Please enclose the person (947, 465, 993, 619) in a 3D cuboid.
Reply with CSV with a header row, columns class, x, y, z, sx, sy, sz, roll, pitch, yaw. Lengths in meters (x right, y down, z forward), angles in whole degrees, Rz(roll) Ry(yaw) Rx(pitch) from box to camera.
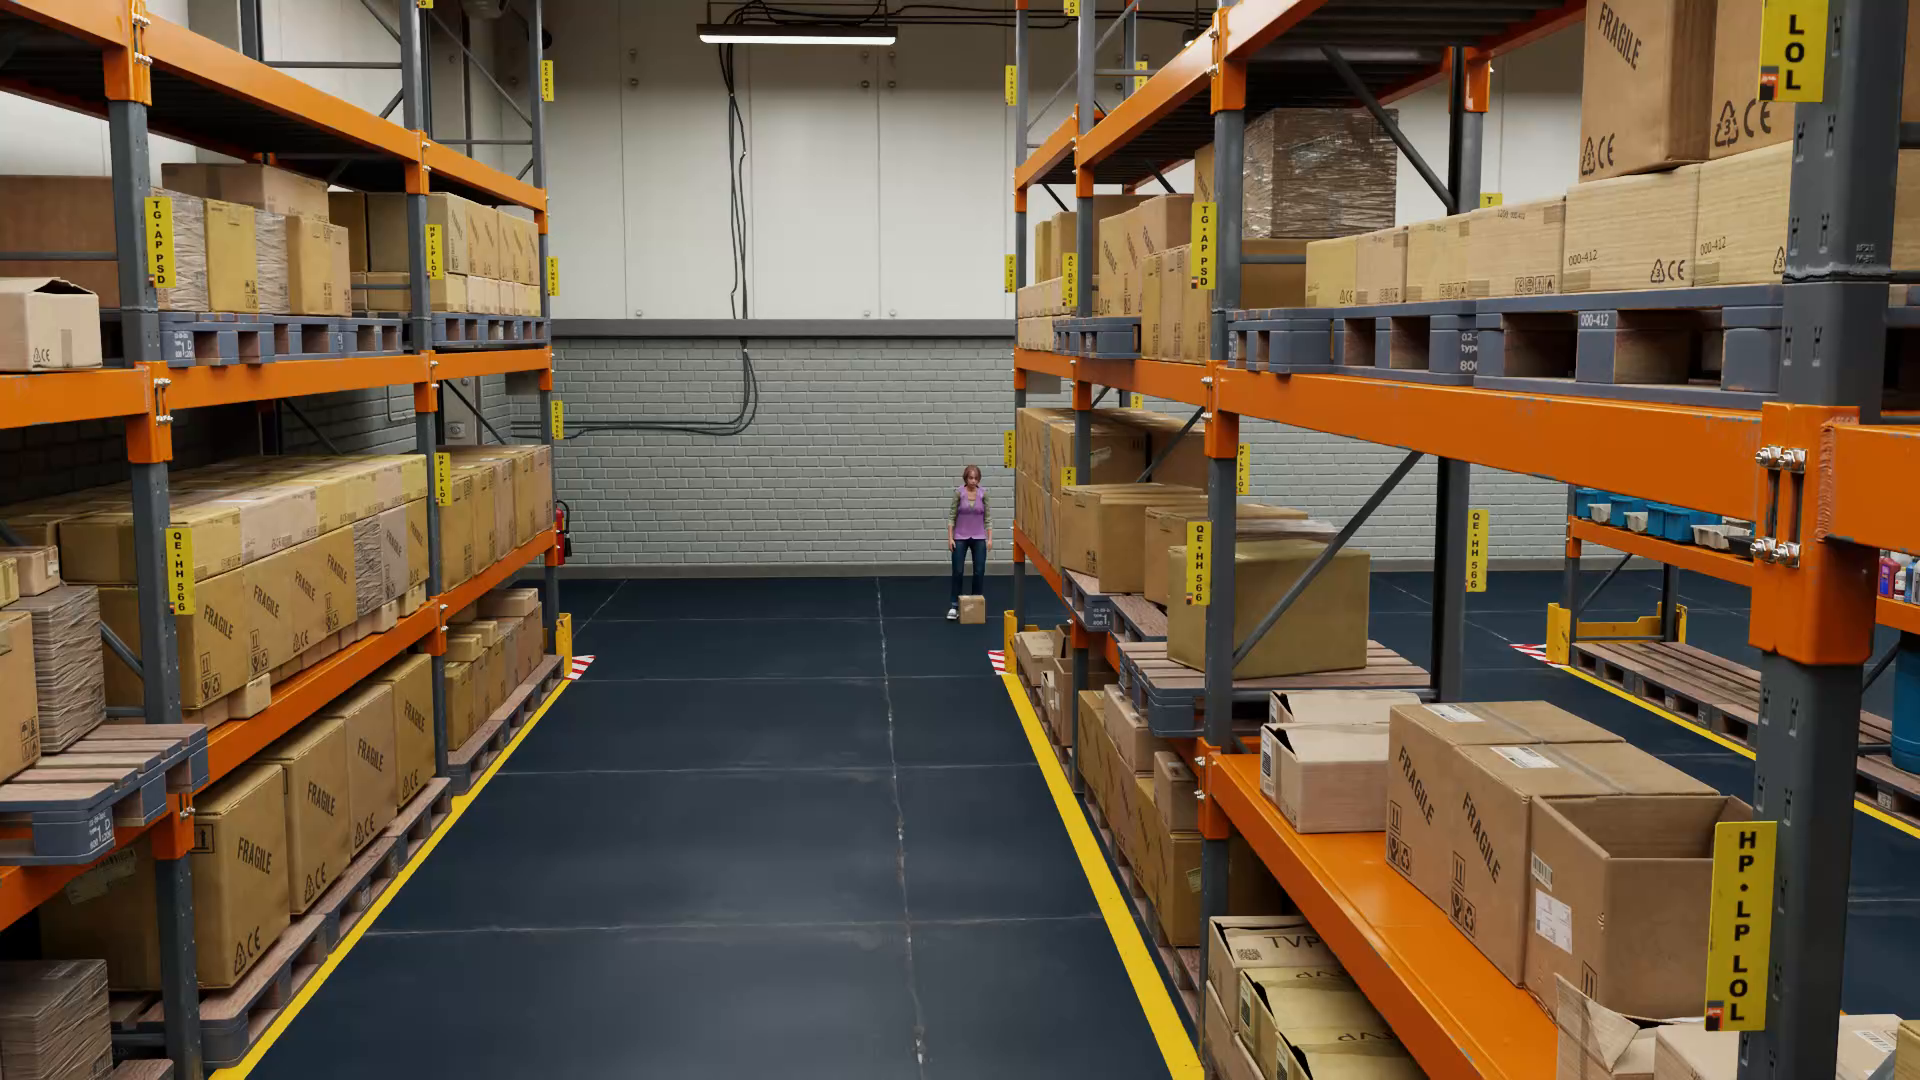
class,x,y,z,sx,sy,sz,roll,pitch,yaw
person,0.099,0.016,17.171,0.483,1.594,0.340,-1,7,-6
